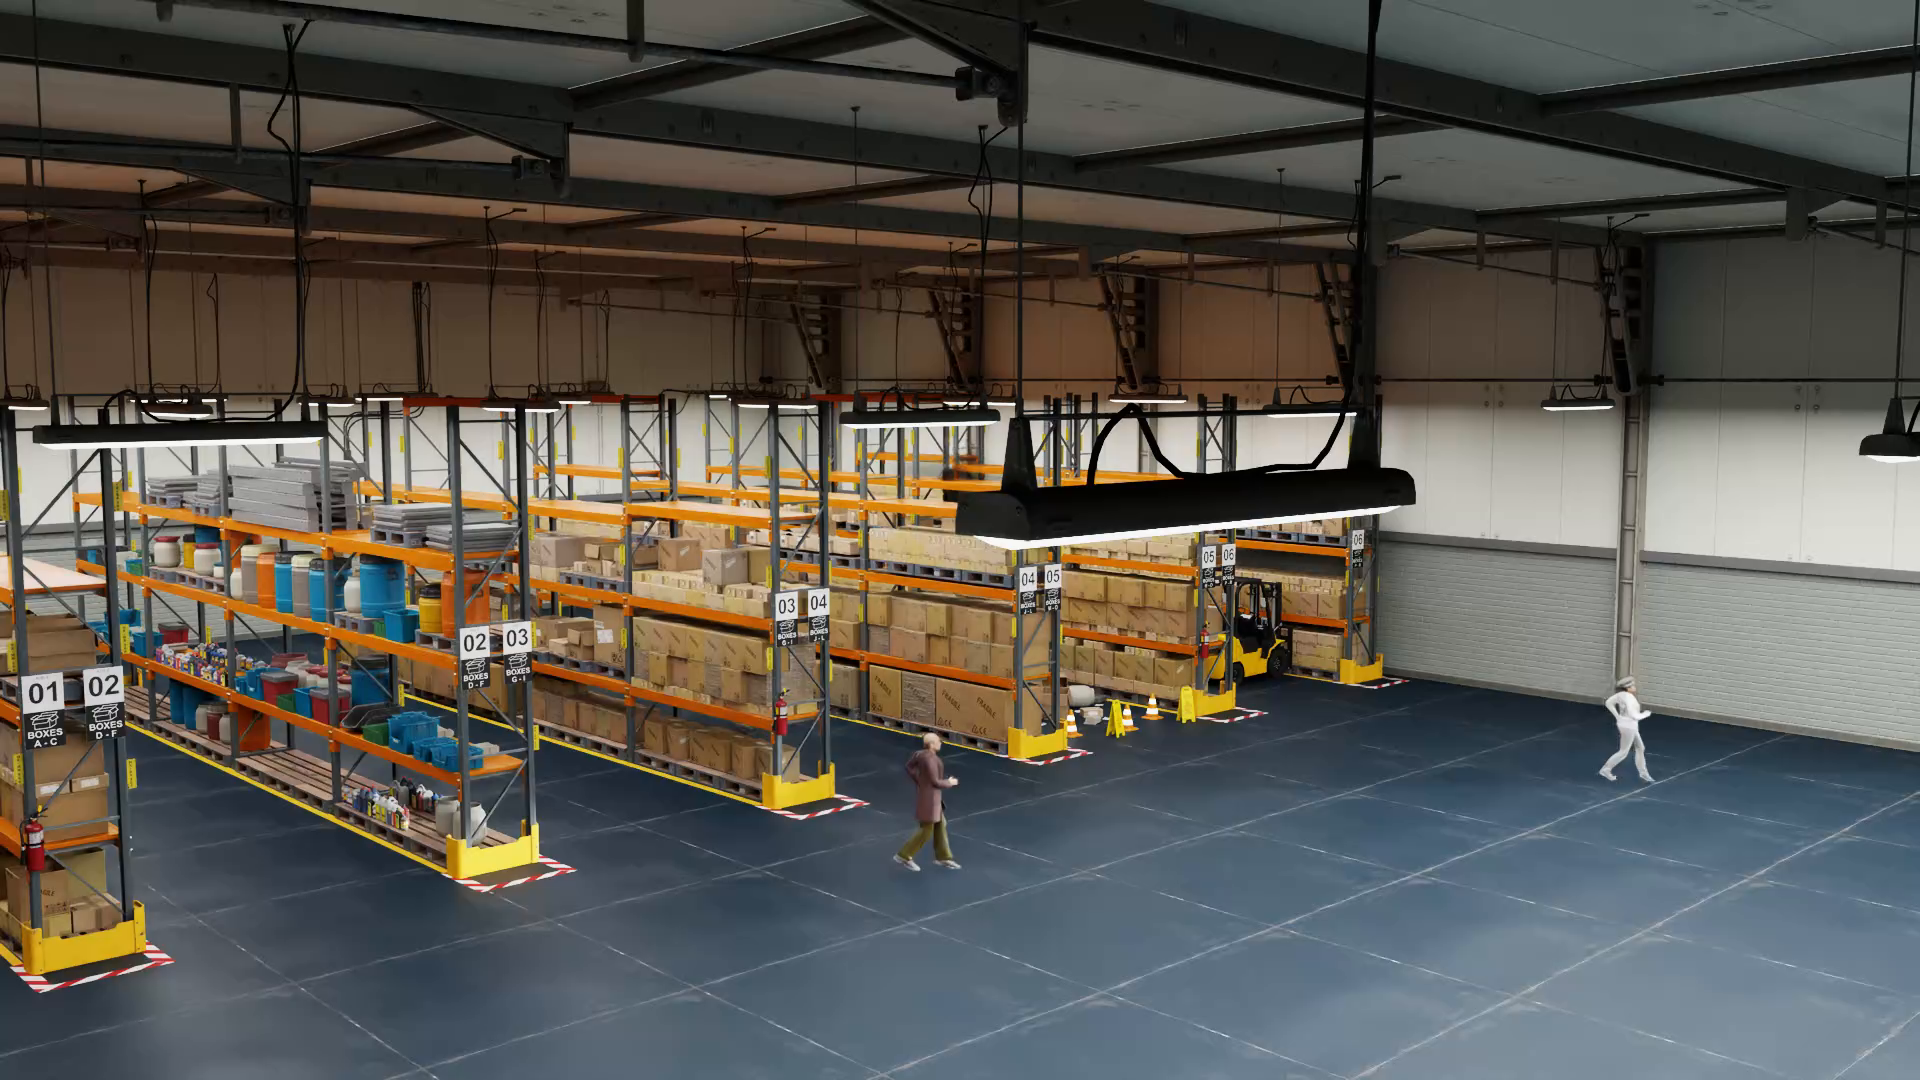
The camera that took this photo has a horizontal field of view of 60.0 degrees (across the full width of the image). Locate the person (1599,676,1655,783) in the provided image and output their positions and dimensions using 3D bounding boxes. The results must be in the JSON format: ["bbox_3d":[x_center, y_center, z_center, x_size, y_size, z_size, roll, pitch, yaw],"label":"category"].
[{"bbox_3d":[10.486,2.976,26.089,0.896,1.714,0.622,1,6,7],"label":"person"}]

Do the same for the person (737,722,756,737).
[{"bbox_3d":[-3.723,2.590,29.649,0.767,1.834,0.637,4,7,39],"label":"person"}]

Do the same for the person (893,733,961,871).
[{"bbox_3d":[-0.419,3.381,21.340,0.922,1.829,0.737,-1,6,-13],"label":"person"}]
